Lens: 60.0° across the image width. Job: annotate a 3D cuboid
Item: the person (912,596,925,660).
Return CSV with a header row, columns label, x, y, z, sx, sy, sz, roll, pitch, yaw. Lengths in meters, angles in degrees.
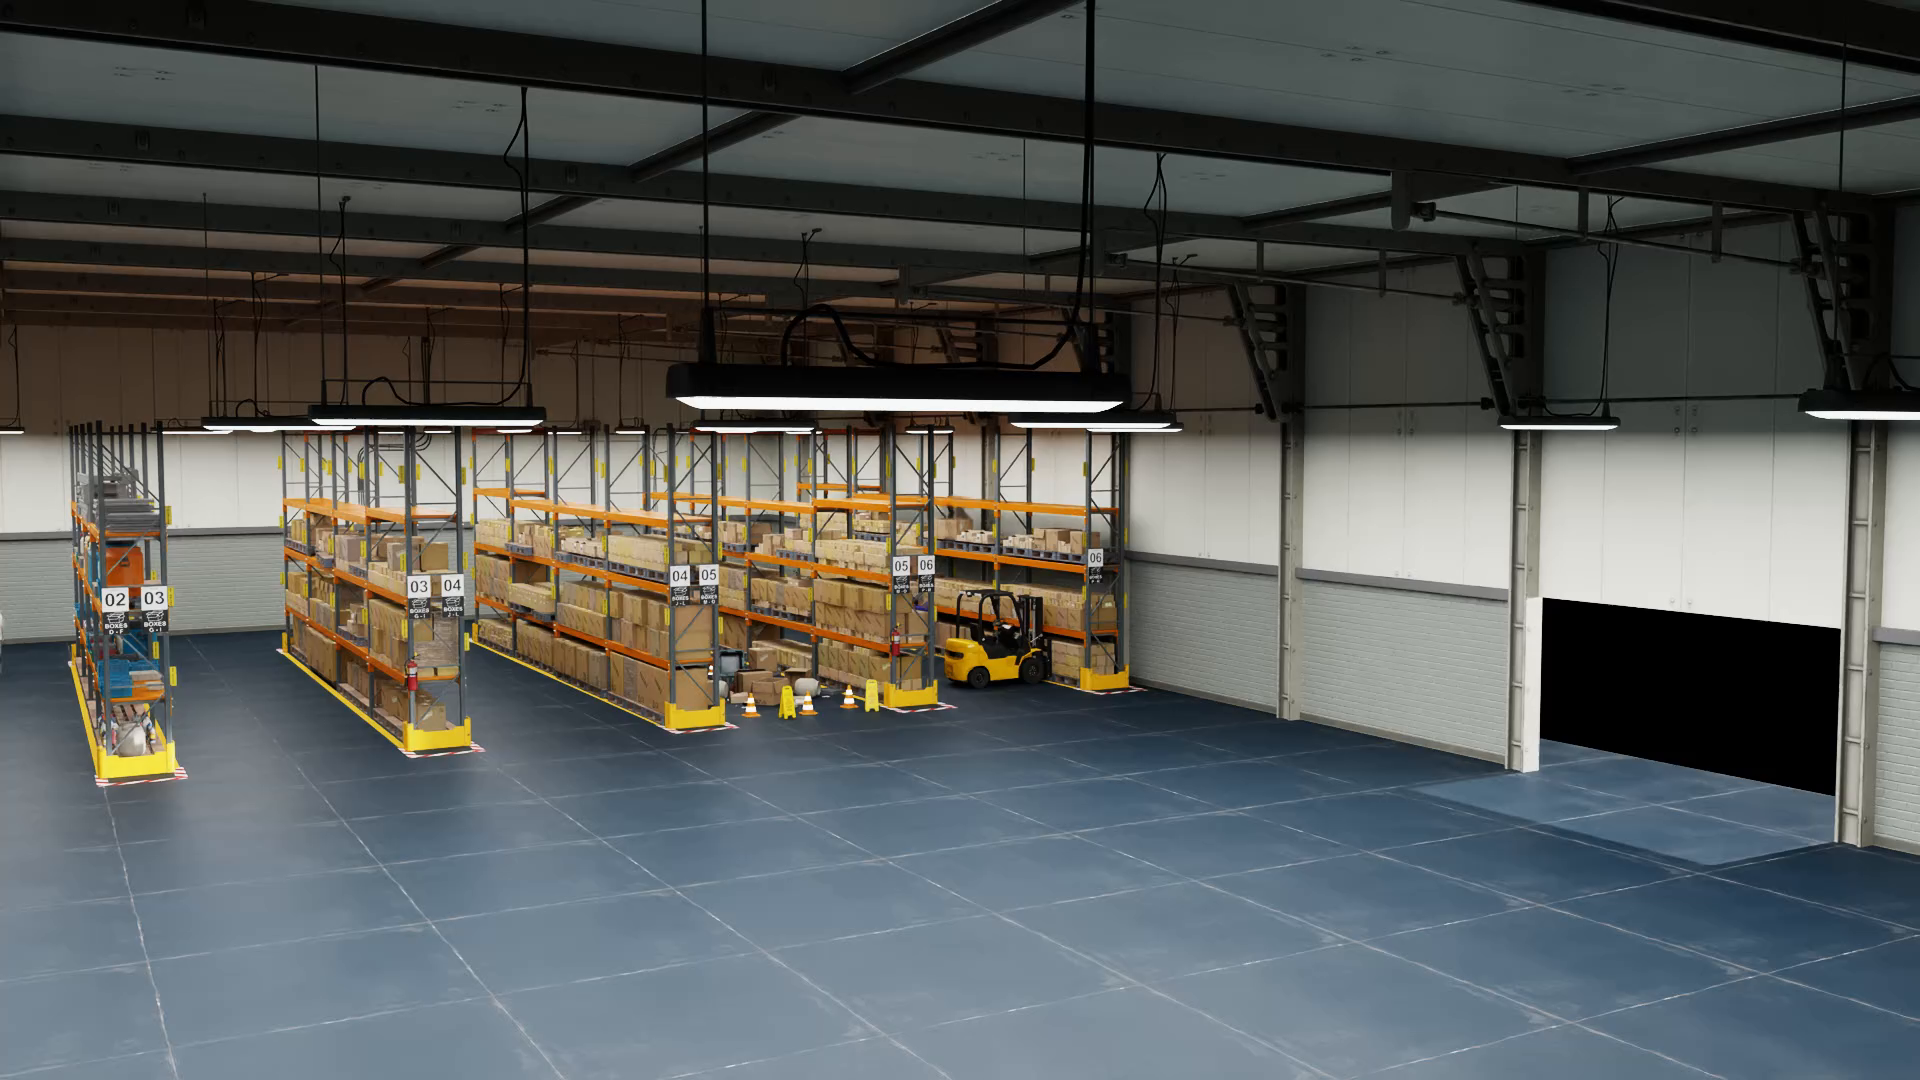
label,x,y,z,sx,sy,sz,roll,pitch,yaw
person,-1.129,2.210,41.255,0.435,1.633,0.739,-3,4,-38
